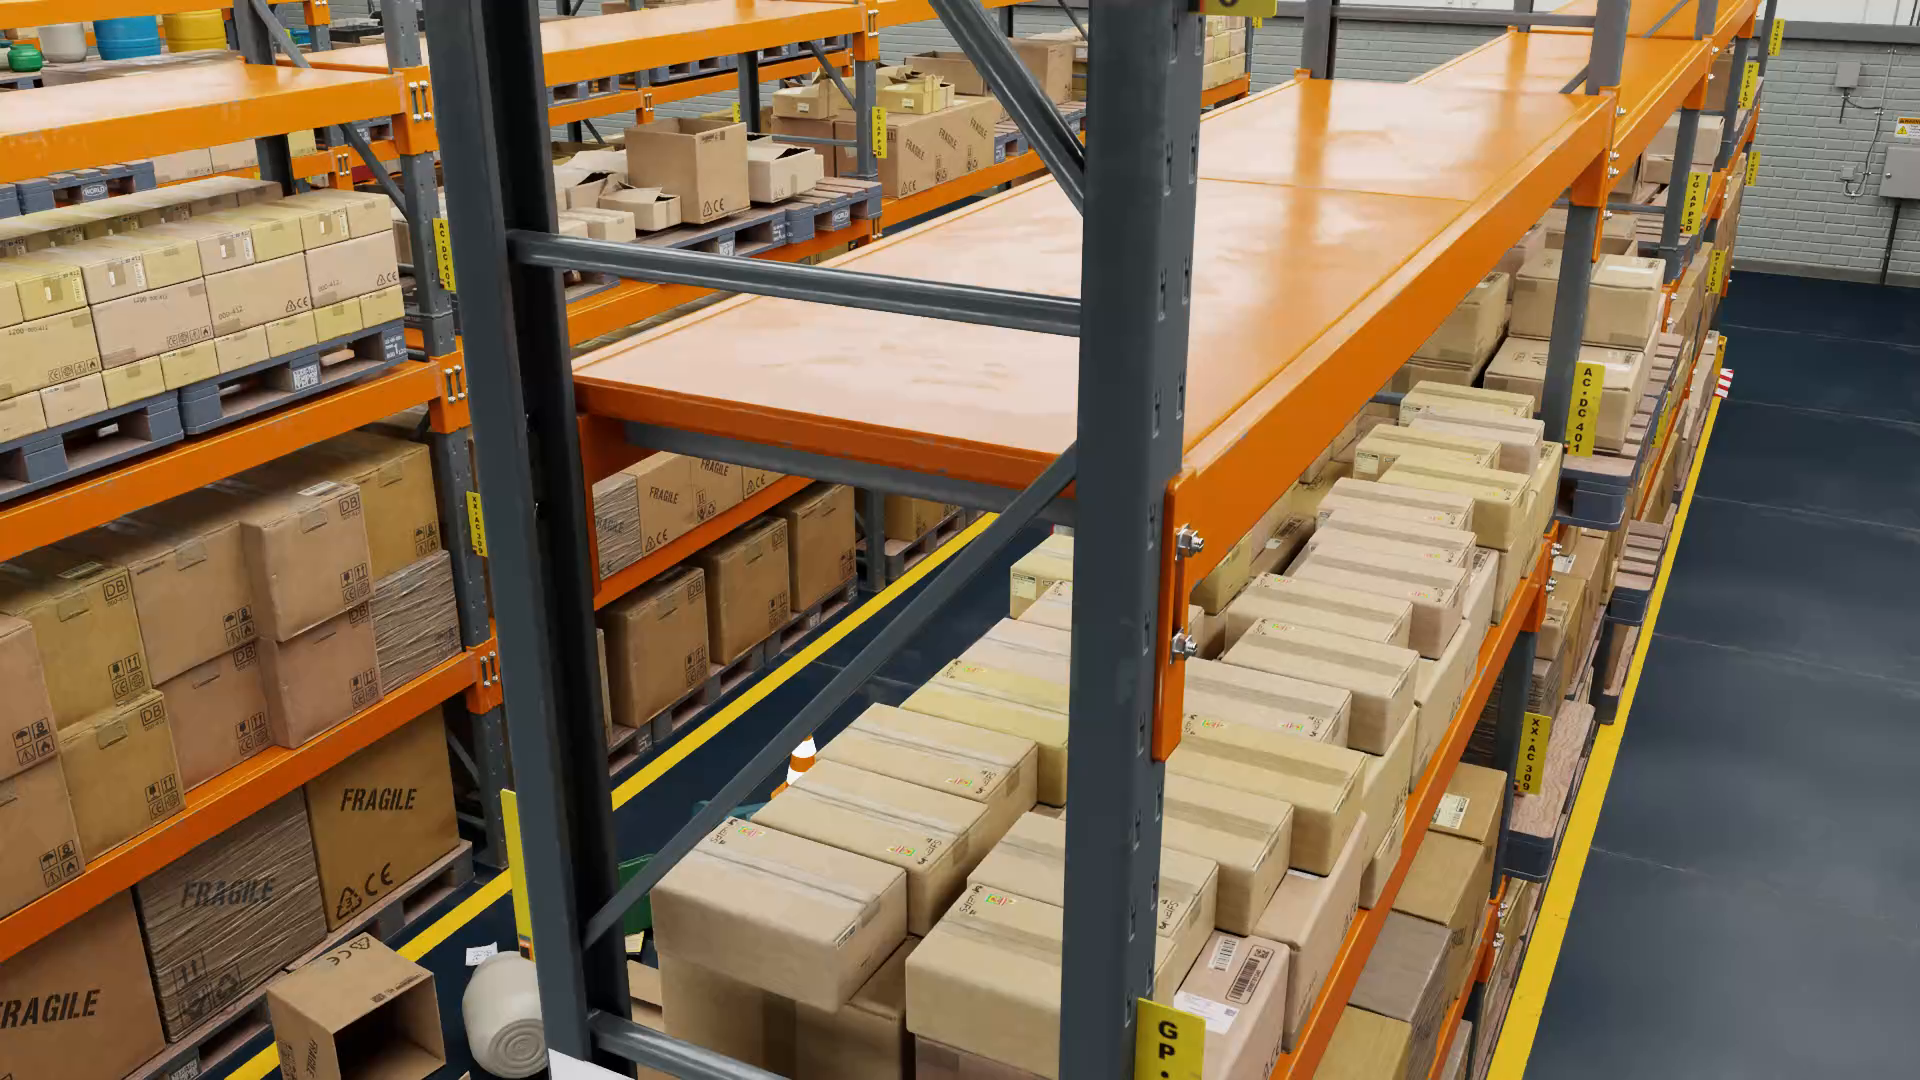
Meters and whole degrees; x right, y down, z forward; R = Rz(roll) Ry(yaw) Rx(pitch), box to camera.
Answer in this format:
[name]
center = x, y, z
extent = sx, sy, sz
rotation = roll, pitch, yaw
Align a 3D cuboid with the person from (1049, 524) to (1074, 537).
[person]
center = 0.765, 0.253, 10.129
extent = 0.450, 1.777, 0.607
rotation = 11, 25, 25
